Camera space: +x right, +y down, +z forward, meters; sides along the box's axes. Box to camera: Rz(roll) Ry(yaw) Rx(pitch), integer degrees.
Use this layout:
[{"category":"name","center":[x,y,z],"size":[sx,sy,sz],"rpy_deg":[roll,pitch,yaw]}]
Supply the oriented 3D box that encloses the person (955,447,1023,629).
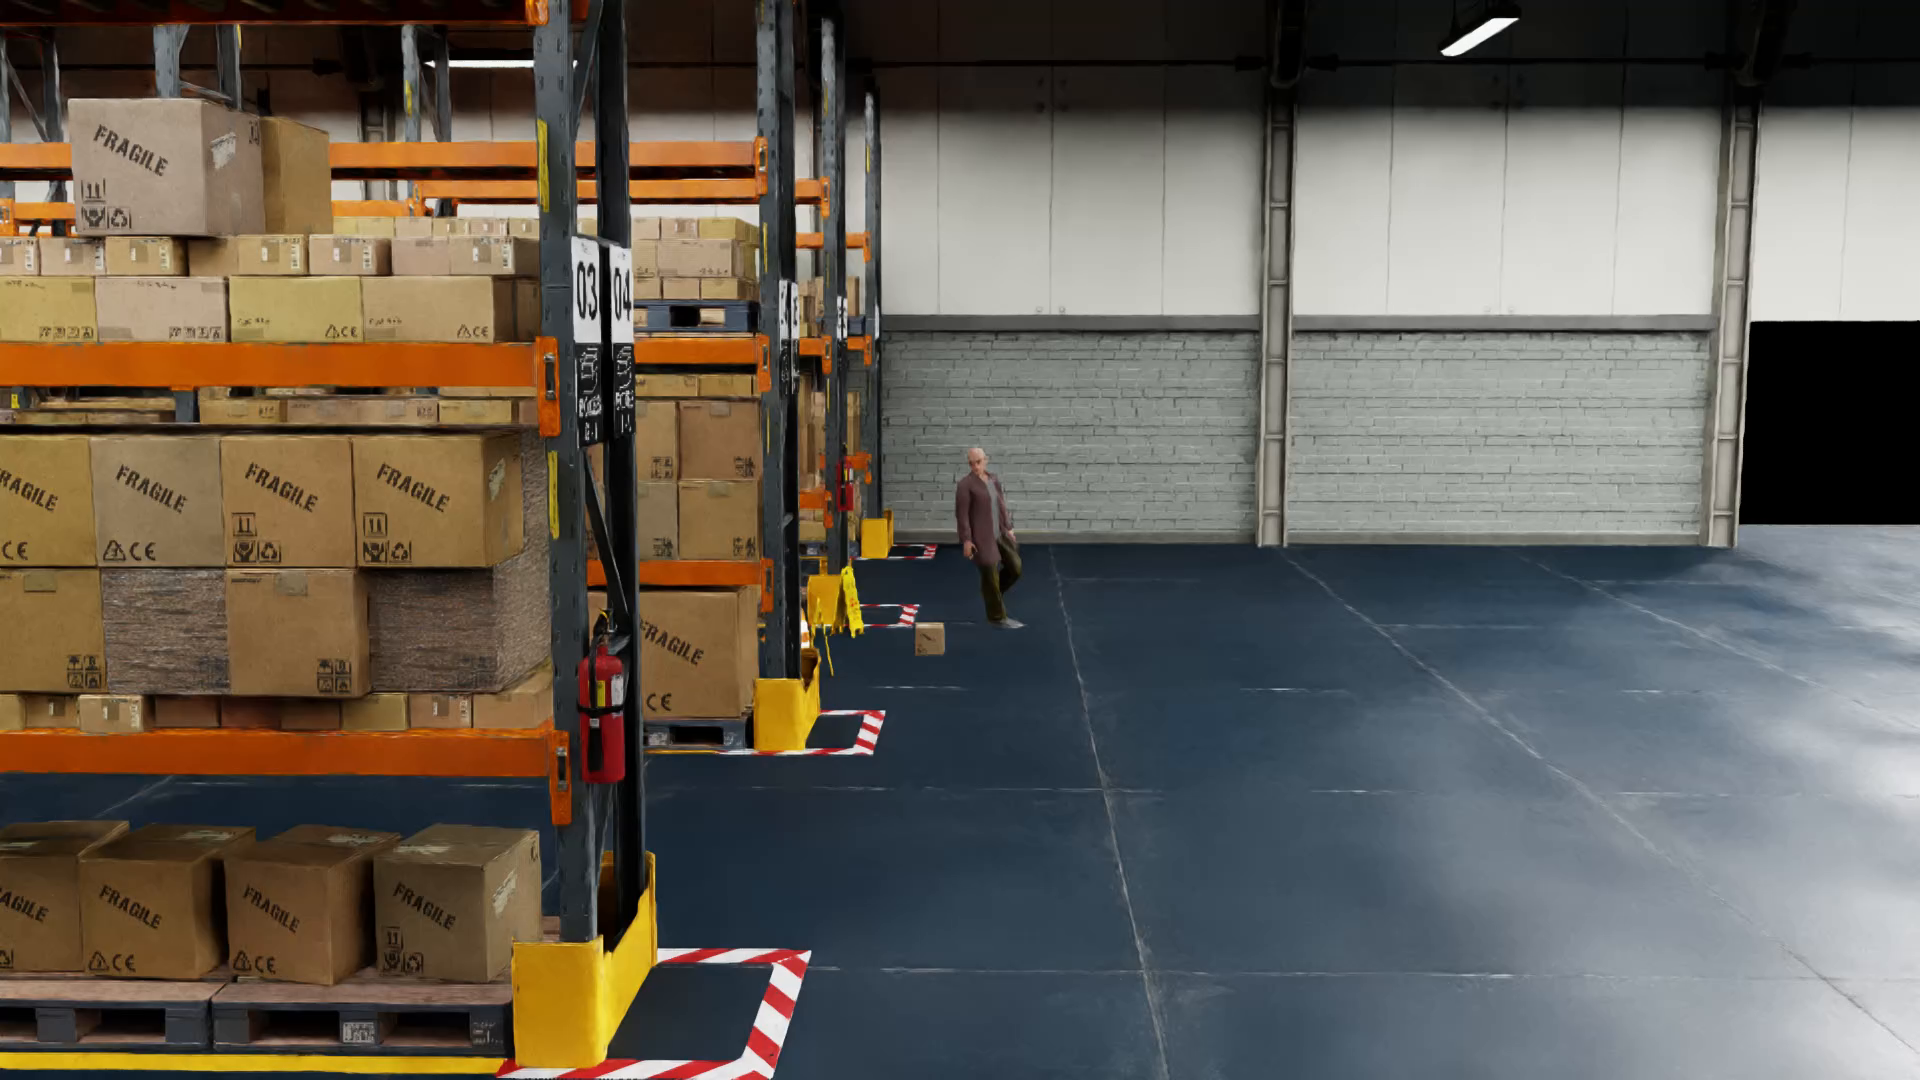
[{"category":"person","center":[0.288,-0.019,15.994],"size":[0.515,1.765,0.700],"rpy_deg":[6,9,41]}]
